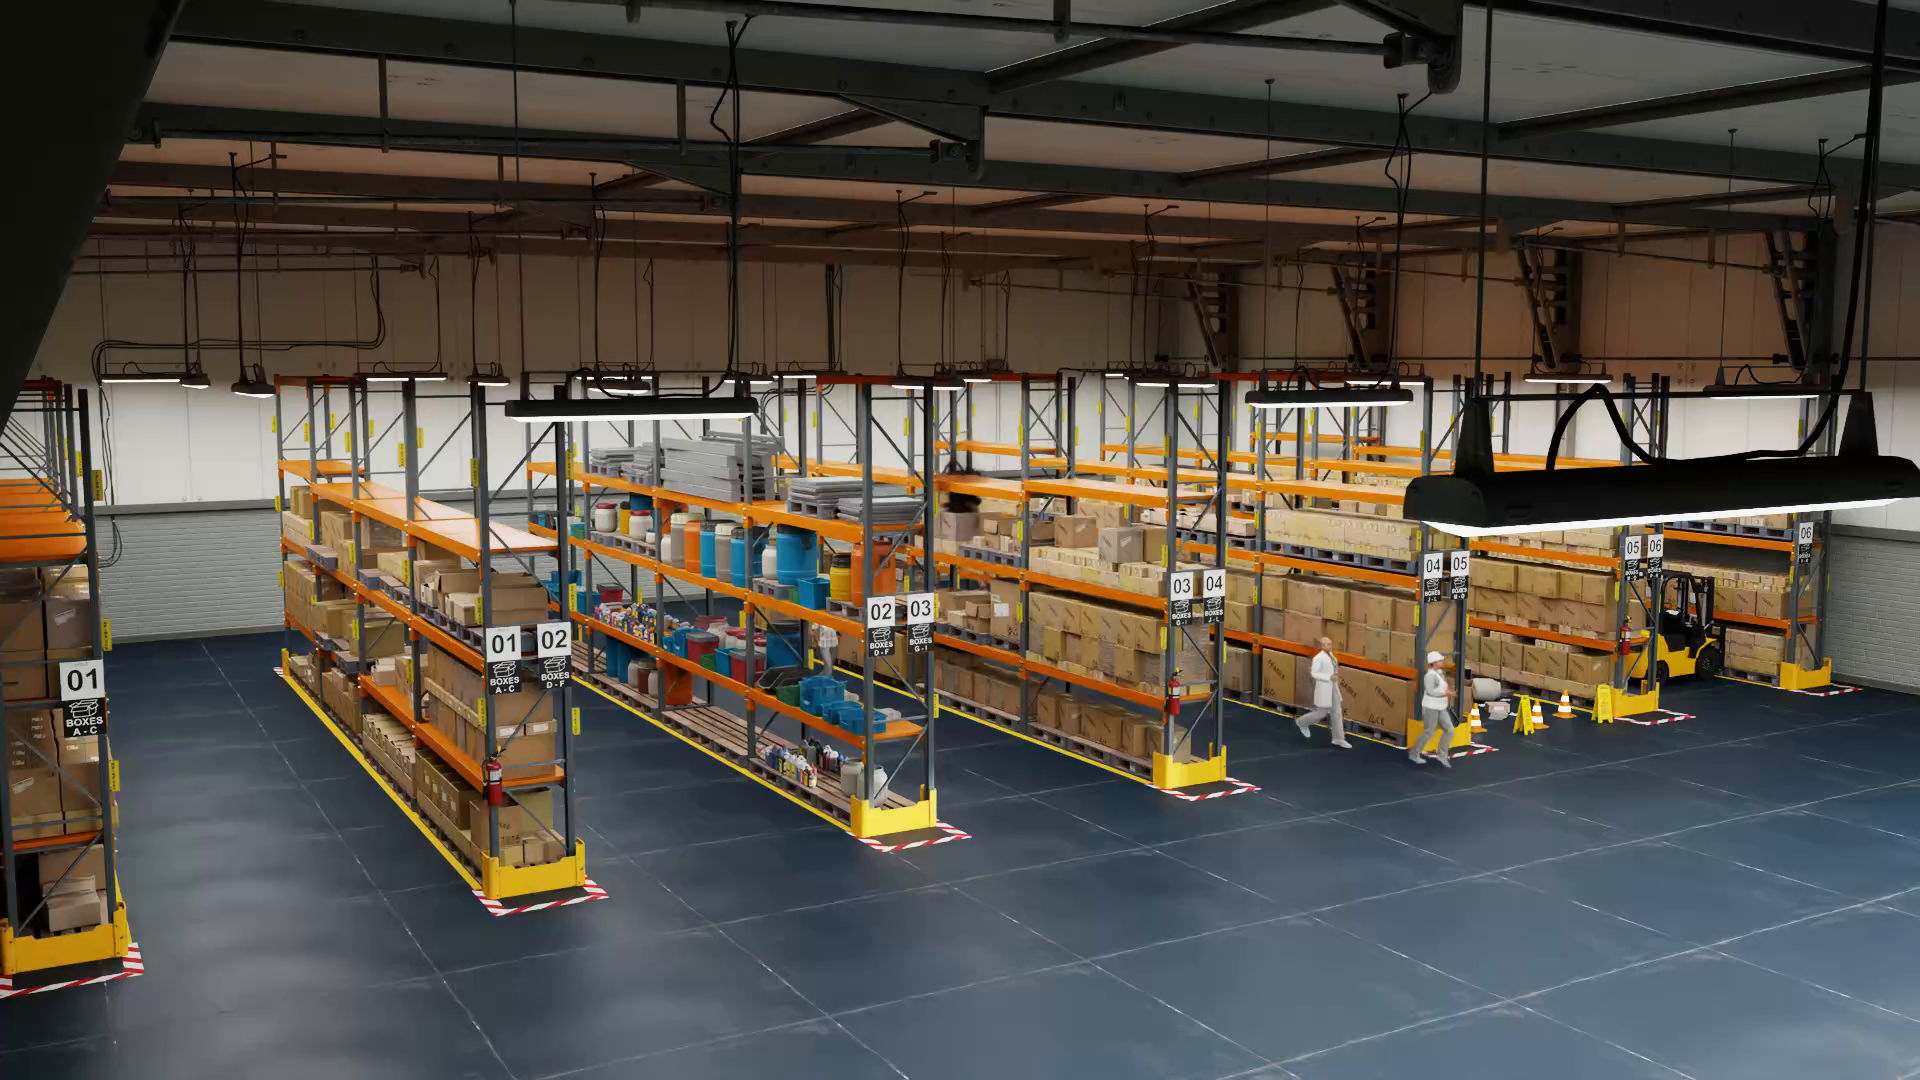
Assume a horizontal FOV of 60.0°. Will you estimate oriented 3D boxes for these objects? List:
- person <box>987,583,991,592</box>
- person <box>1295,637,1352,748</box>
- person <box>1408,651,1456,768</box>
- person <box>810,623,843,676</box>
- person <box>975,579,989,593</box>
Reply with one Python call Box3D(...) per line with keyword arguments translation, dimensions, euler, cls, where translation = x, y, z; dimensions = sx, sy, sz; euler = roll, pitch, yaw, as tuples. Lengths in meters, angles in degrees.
Box3D(translation=(0.817, 0.906, 42.024), dimensions=(0.570, 1.709, 0.746), euler=(6, 9, 43), cls="person")
Box3D(translation=(5.966, 2.467, 27.174), dimensions=(0.712, 1.776, 1.037), euler=(-6, 9, -43), cls="person")
Box3D(translation=(7.359, 2.641, 25.797), dimensions=(0.686, 1.838, 0.655), euler=(4, 8, 34), cls="person")
Box3D(translation=(-2.494, 2.027, 31.470), dimensions=(0.570, 1.698, 0.929), euler=(-4, 7, -33), cls="person")
Box3D(translation=(0.483, 1.605, 36.256), dimensions=(0.548, 1.538, 0.609), euler=(-3, 7, -29), cls="person")
